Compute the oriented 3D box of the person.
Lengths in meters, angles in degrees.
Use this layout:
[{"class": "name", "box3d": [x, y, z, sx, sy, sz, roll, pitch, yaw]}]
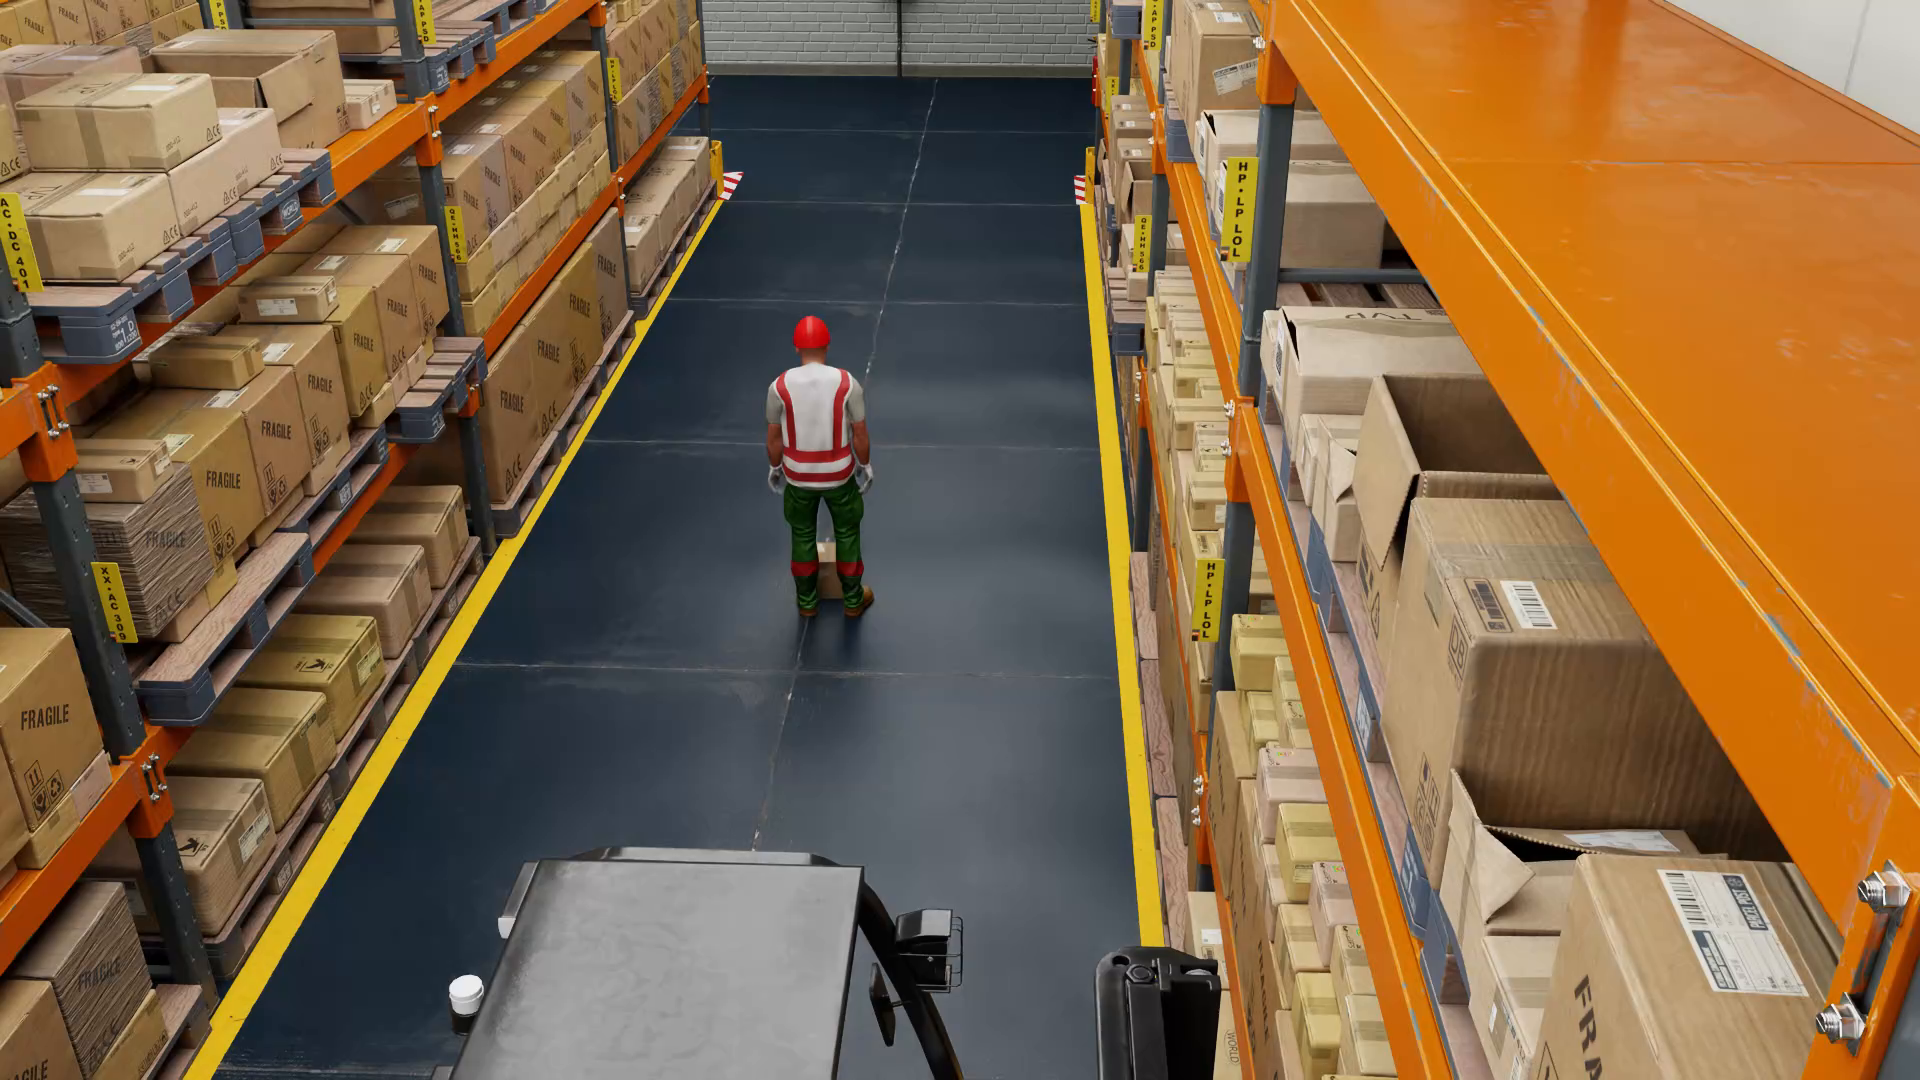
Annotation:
[{"class": "person", "box3d": [-0.784, -0.387, 9.342, 0.595, 1.778, 0.449, 0, 28, 0]}]
